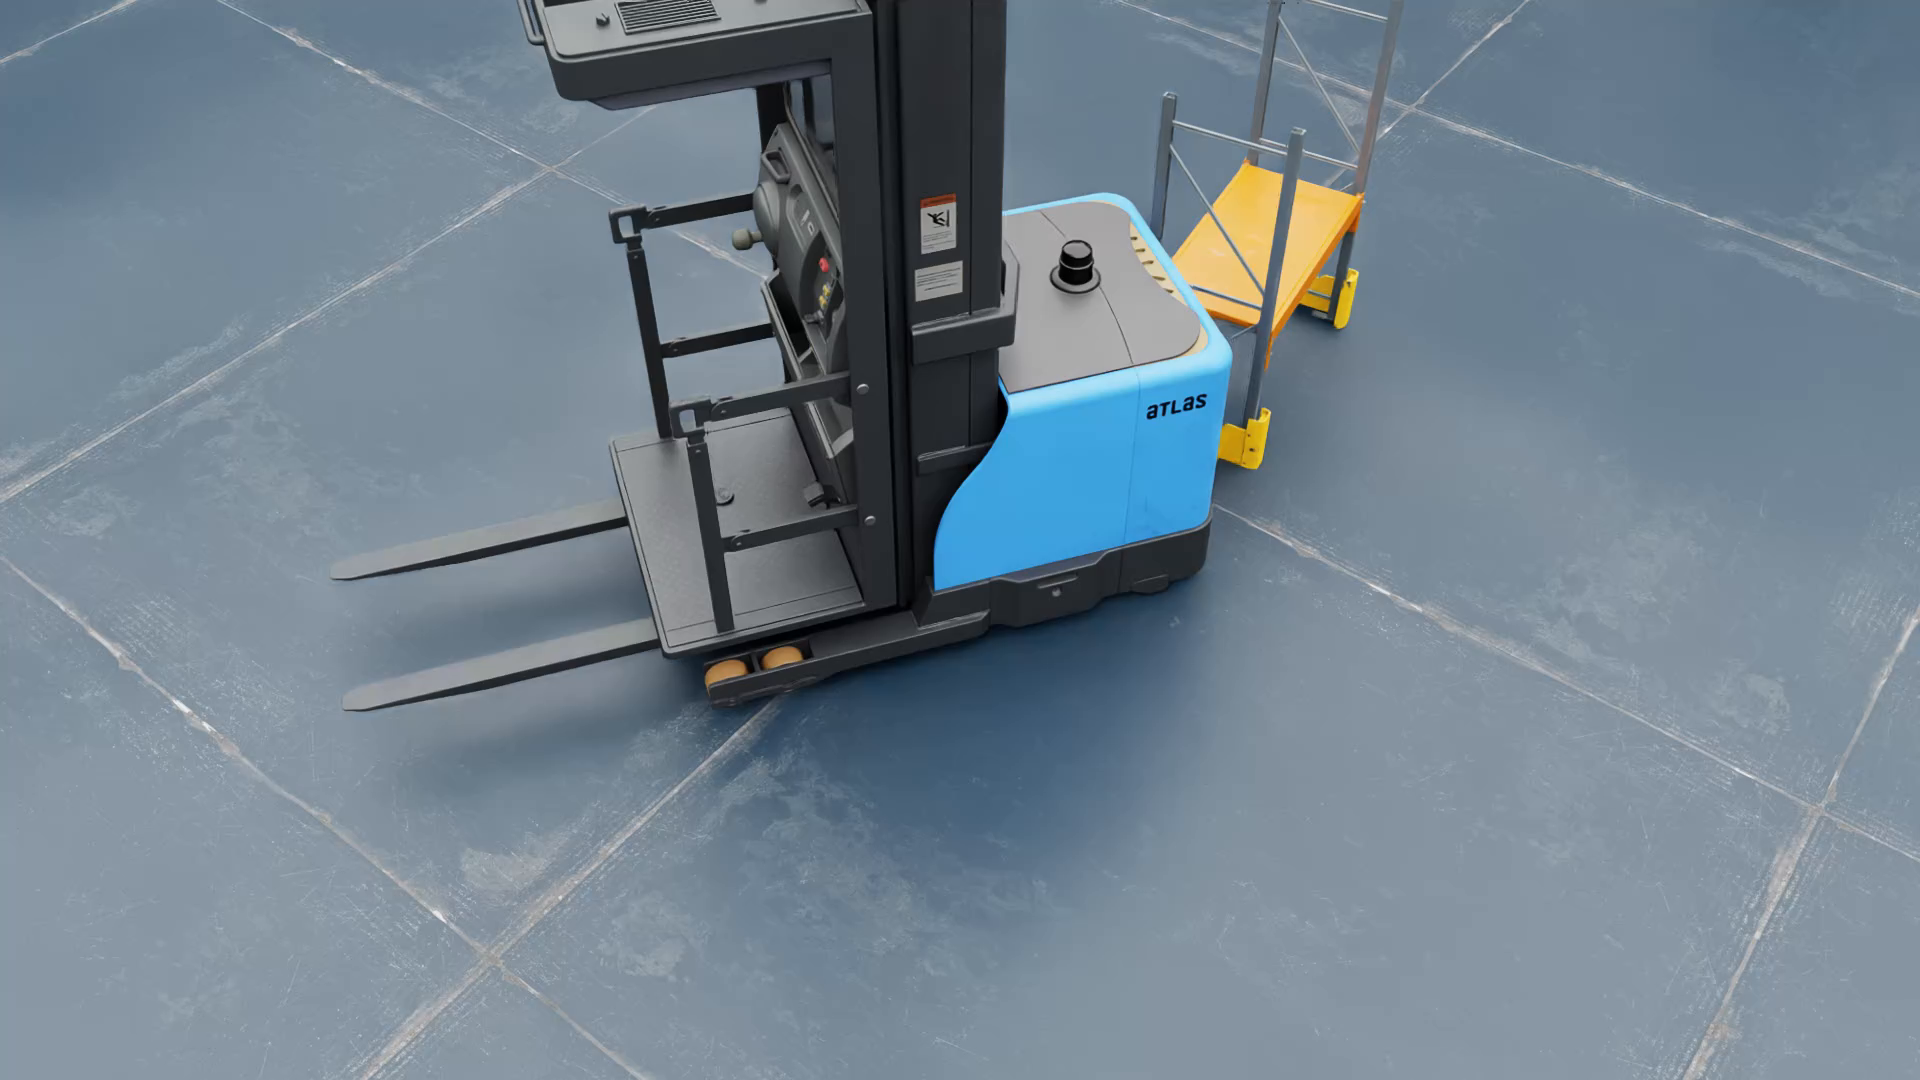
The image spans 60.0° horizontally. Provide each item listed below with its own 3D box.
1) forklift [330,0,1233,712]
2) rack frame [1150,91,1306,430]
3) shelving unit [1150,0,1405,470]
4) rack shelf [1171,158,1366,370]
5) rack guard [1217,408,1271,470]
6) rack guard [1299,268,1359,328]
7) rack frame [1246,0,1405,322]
[{"bbox_3d":[-0.675,-0.874,5.058,3.031,2.935,1.130,-13,48,-12],"label":"forklift"},{"bbox_3d":[0.911,-0.905,6.077,0.500,1.500,0.032,22,50,19],"label":"rack frame"},{"bbox_3d":[1.161,-1.232,6.390,0.587,1.500,1.083,22,50,19],"label":"shelving unit"},{"bbox_3d":[1.156,-1.102,6.514,0.538,0.185,1.000,22,50,19],"label":"rack shelf"},{"bbox_3d":[0.920,-0.485,6.541,0.587,0.250,0.087,22,50,19],"label":"rack guard"},{"bbox_3d":[1.401,-1.116,7.143,0.587,0.250,0.087,22,50,19],"label":"rack guard"},{"bbox_3d":[1.402,-1.548,6.692,0.500,1.500,0.032,22,50,19],"label":"rack frame"}]
